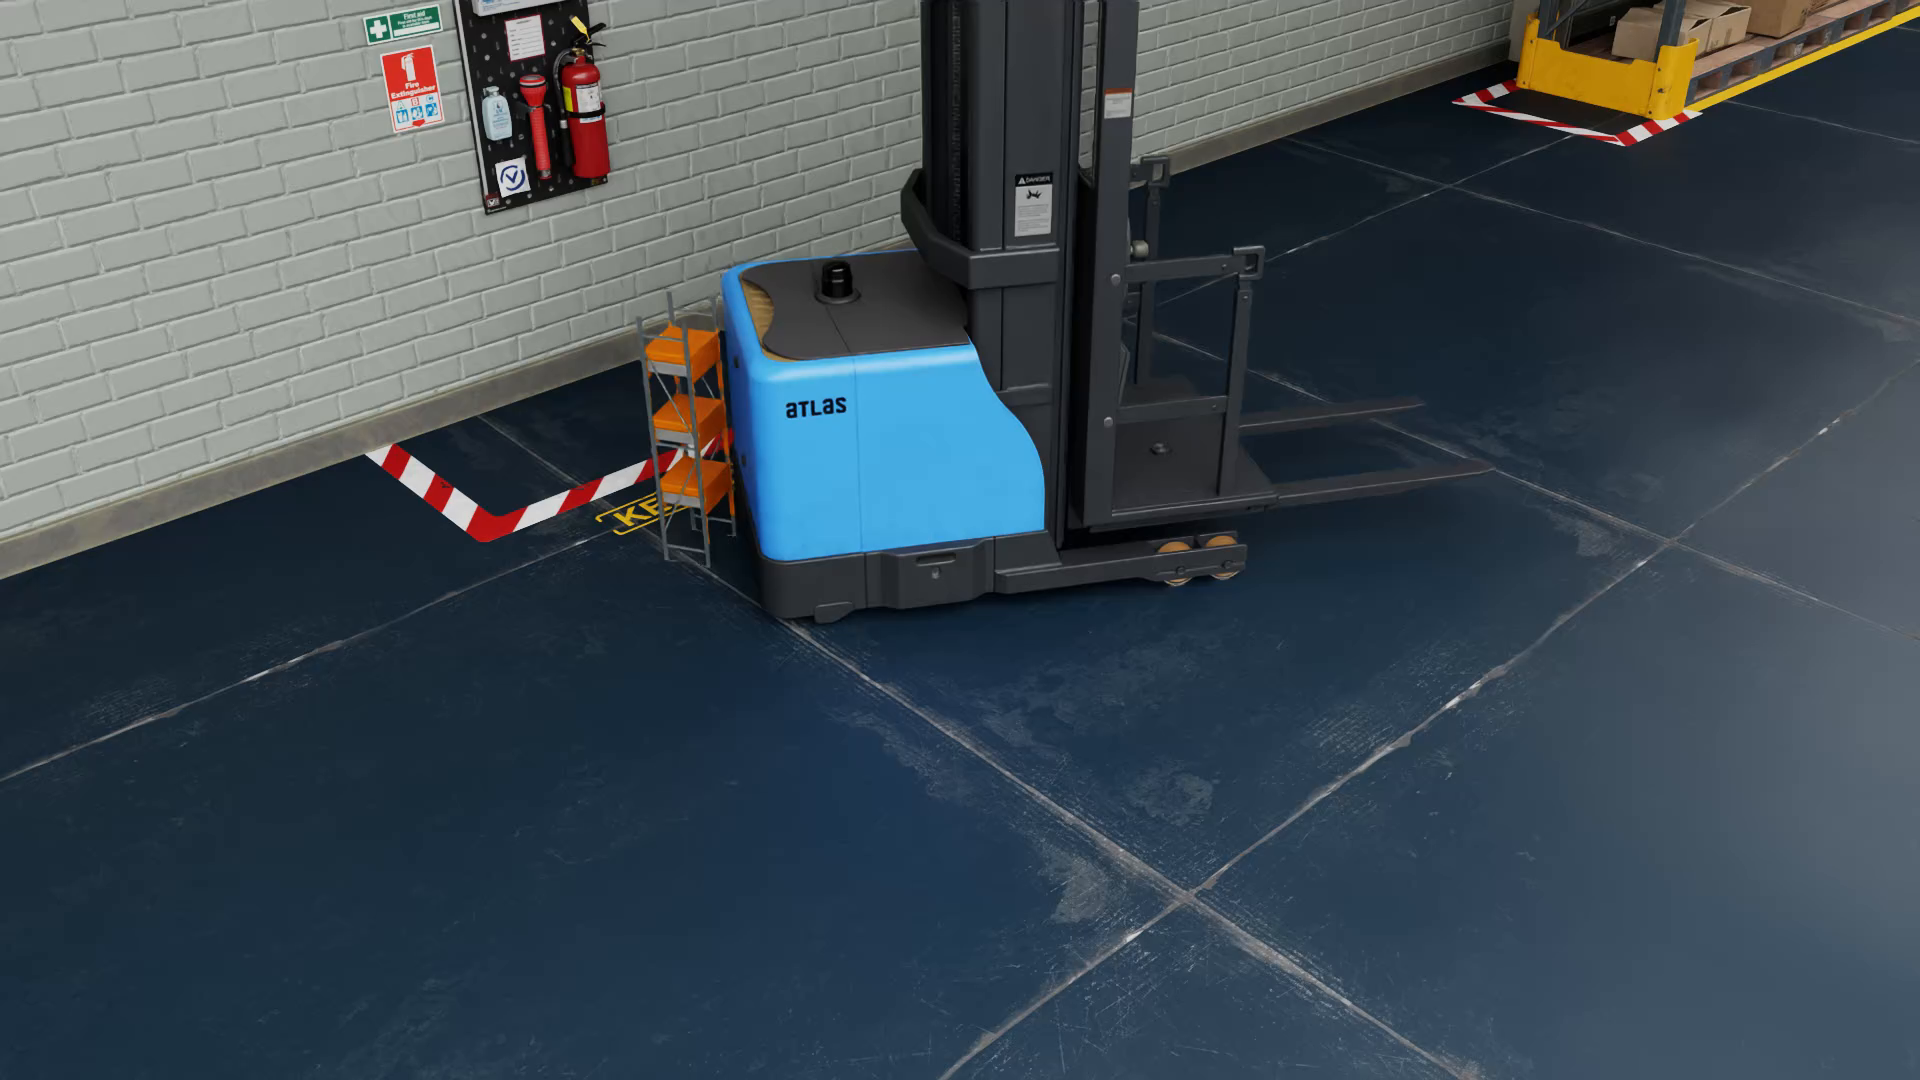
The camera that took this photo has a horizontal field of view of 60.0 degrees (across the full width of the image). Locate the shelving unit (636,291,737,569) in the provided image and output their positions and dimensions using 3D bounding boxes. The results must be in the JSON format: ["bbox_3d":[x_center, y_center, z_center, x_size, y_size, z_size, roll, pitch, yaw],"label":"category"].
[{"bbox_3d":[-1.045,-0.414,6.418,0.215,1.050,0.252,9,33,16],"label":"shelving unit"}]

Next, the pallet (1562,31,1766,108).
[{"bbox_3d":[5.193,-3.537,12.331,1.213,0.211,1.003,-26,40,-35],"label":"pallet"}]

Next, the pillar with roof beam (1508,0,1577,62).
[{"bbox_3d":[7.369,-5.917,7.800,0.400,9.000,9.100,-26,40,-35],"label":"pillar with roof beam"}]

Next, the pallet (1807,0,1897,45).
[{"bbox_3d":[6.982,-4.402,13.747,1.213,0.211,1.003,-26,40,-35],"label":"pallet"}]

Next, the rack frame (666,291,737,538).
[{"bbox_3d":[-1.007,-0.474,6.517,0.200,1.050,0.008,9,33,16],"label":"rack frame"}]

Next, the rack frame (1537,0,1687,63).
[{"bbox_3d":[4.517,-4.425,11.111,0.127,3.000,1.000,-26,40,-35],"label":"rack frame"}]

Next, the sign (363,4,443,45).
[{"bbox_3d":[-2.262,-2.097,6.761,0.331,0.109,0.001,-26,40,-35],"label":"sign"}]

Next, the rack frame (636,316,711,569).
[{"bbox_3d":[-1.083,-0.353,6.320,0.200,1.050,0.008,9,33,16],"label":"rack frame"}]

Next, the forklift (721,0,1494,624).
[{"bbox_3d":[0.637,-1.337,6.126,3.031,2.935,1.130,-7,32,-11],"label":"forklift"}]

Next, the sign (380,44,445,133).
[{"bbox_3d":[-2.271,-1.872,6.902,0.234,0.329,0.001,-26,40,-35],"label":"sign"}]

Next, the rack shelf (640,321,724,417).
[{"bbox_3d":[-1.047,-0.647,6.277,0.215,0.259,0.240,9,33,16],"label":"rack shelf"}]

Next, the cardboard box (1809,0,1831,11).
[{"bbox_3d":[6.716,-4.581,13.341,0.500,0.500,0.500,26,40,35],"label":"cardboard box"}]

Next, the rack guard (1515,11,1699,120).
[{"bbox_3d":[4.573,-3.385,11.807,0.348,0.500,1.175,-26,40,-35],"label":"rack guard"}]

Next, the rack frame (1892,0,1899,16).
[{"bbox_3d":[7.450,-5.844,13.431,0.127,3.000,1.000,-26,40,-35],"label":"rack frame"}]

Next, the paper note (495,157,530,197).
[{"bbox_3d":[-1.972,-1.602,7.338,0.142,0.148,0.016,-26,40,-35],"label":"paper note"}]

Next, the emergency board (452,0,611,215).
[{"bbox_3d":[-1.795,-2.014,7.168,0.643,1.169,0.194,-26,40,-35],"label":"emergency board"}]

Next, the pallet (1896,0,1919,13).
[{"bbox_3d":[8.020,-4.931,14.611,1.213,0.211,1.003,-26,40,-35],"label":"pallet"}]

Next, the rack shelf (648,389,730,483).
[{"bbox_3d":[-1.045,-0.405,6.424,0.215,0.259,0.240,9,33,16],"label":"rack shelf"}]

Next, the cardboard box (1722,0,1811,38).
[{"bbox_3d":[6.076,-4.200,12.718,0.700,0.500,0.500,26,40,36],"label":"cardboard box"}]

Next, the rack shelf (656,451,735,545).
[{"bbox_3d":[-1.042,-0.167,6.568,0.215,0.259,0.240,9,33,16],"label":"rack shelf"}]

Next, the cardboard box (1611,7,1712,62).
[{"bbox_3d":[5.086,-3.676,12.042,0.500,0.311,0.500,24,39,34],"label":"cardboard box"}]

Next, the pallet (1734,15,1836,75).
[{"bbox_3d":[6.087,-3.967,13.036,1.213,0.211,1.003,-26,40,-35],"label":"pallet"}]

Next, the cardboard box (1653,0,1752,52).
[{"bbox_3d":[5.504,-3.879,12.373,0.500,0.311,0.500,-22,38,-32],"label":"cardboard box"}]

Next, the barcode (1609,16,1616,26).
[{"bbox_3d":[4.827,-3.840,12.301,0.075,0.075,0.001,-26,40,-35],"label":"barcode"}]
